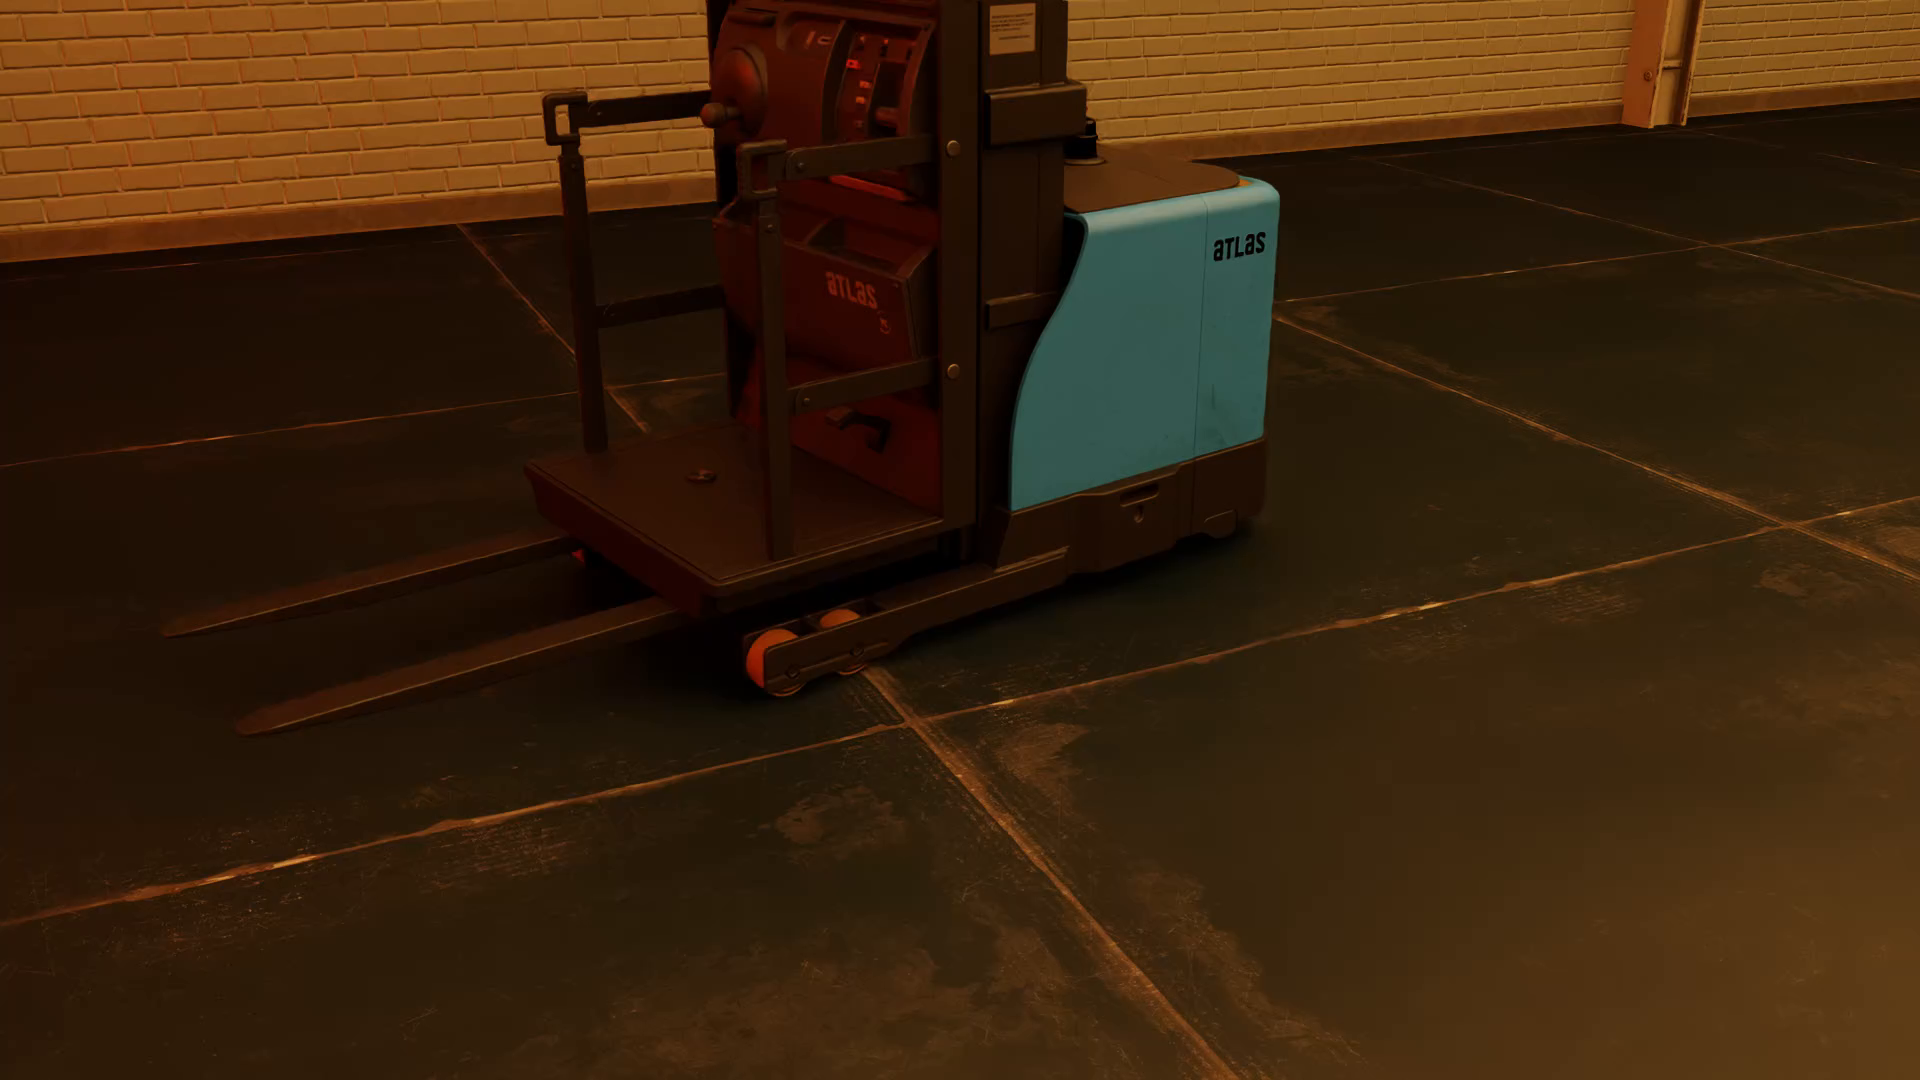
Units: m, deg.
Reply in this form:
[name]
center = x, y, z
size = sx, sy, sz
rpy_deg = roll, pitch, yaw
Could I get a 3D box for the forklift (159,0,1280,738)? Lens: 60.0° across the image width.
[forklift]
center = -0.534, -1.190, 4.151
size = 3.031, 2.935, 1.130
rpy_deg = -17, 28, -35

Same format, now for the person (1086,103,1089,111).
[person]
center = 0.298, -1.741, 7.363
size = 0.786, 1.534, 0.746
rpy_deg = -15, 27, -31
